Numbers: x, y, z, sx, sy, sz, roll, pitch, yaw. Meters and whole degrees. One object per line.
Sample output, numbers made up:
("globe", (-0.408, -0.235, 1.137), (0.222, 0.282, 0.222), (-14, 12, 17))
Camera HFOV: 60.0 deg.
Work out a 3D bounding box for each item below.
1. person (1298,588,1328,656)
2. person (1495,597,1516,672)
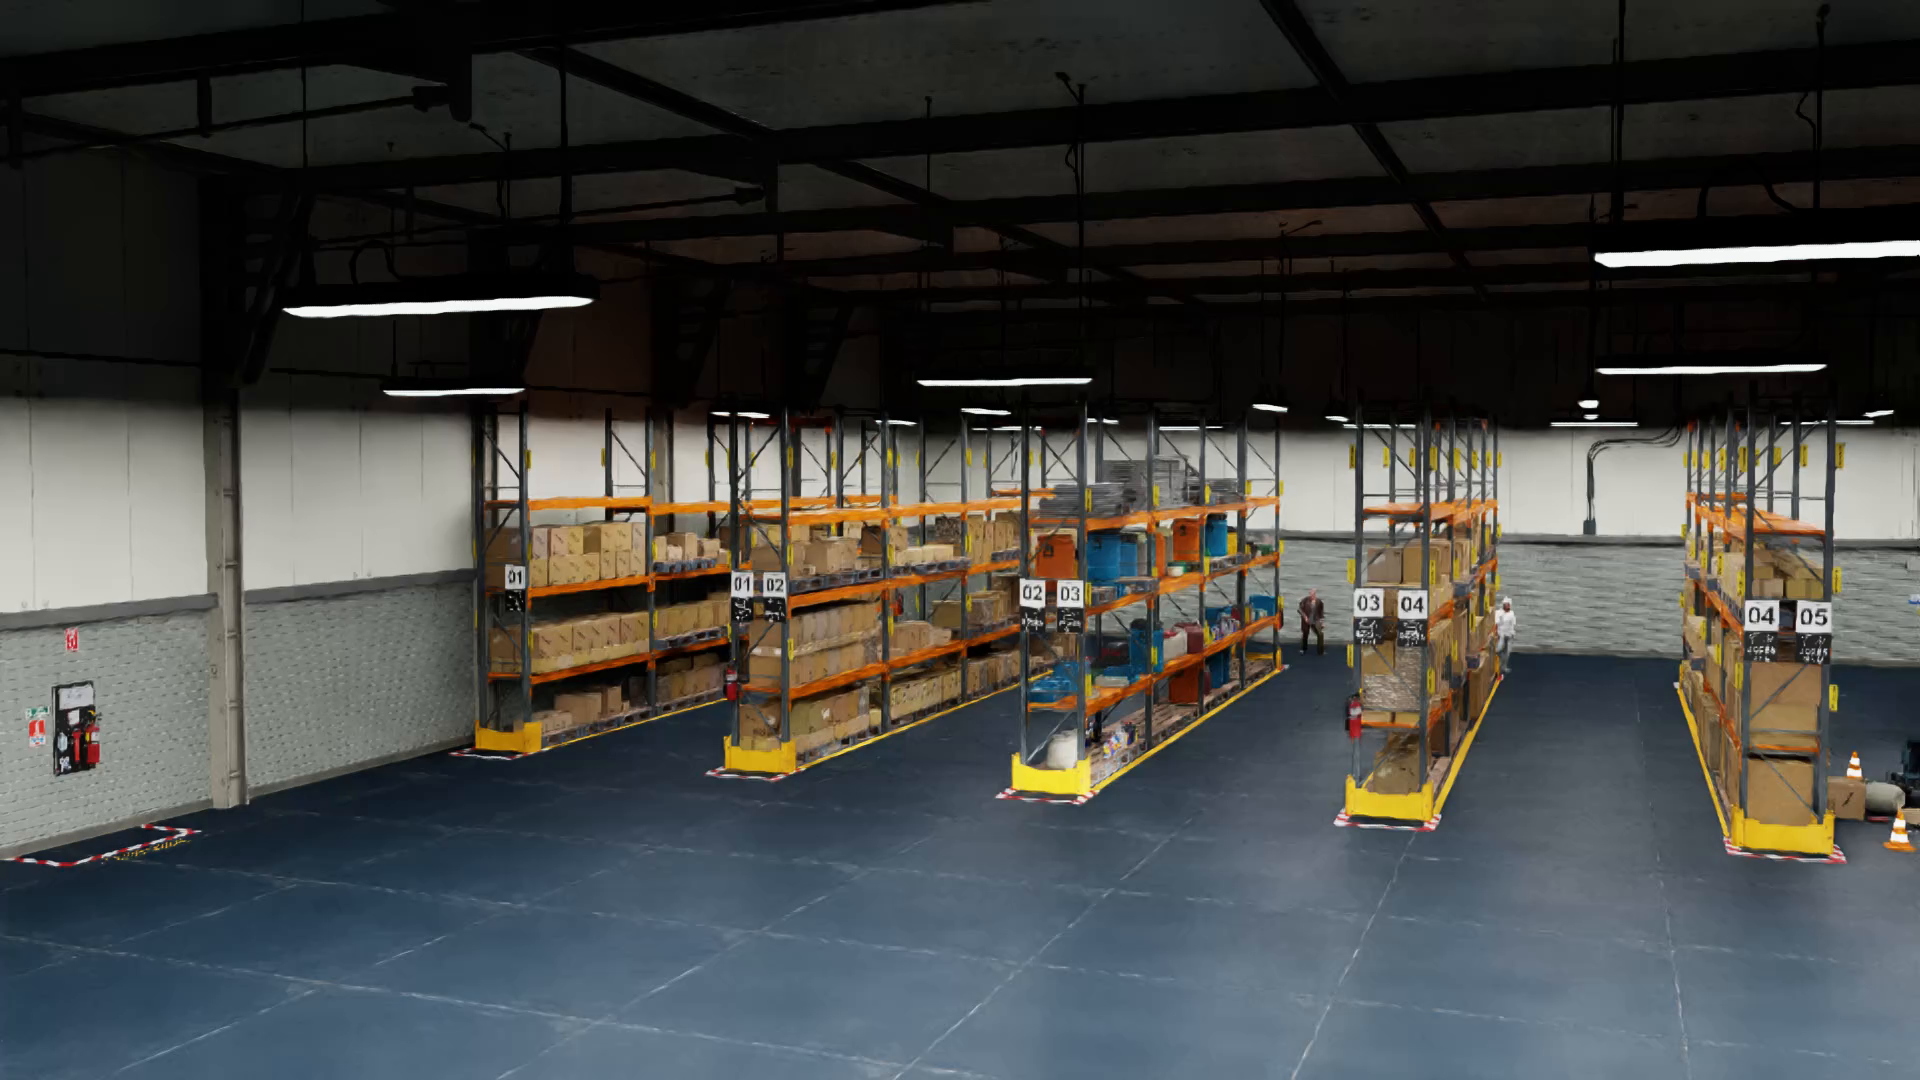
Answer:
("person", (8.968, 2.125, 42.345), (0.733, 1.599, 0.884), (0, 3, 5))
("person", (12.726, 2.217, 39.110), (0.734, 1.757, 0.527), (-1, 3, -23))
